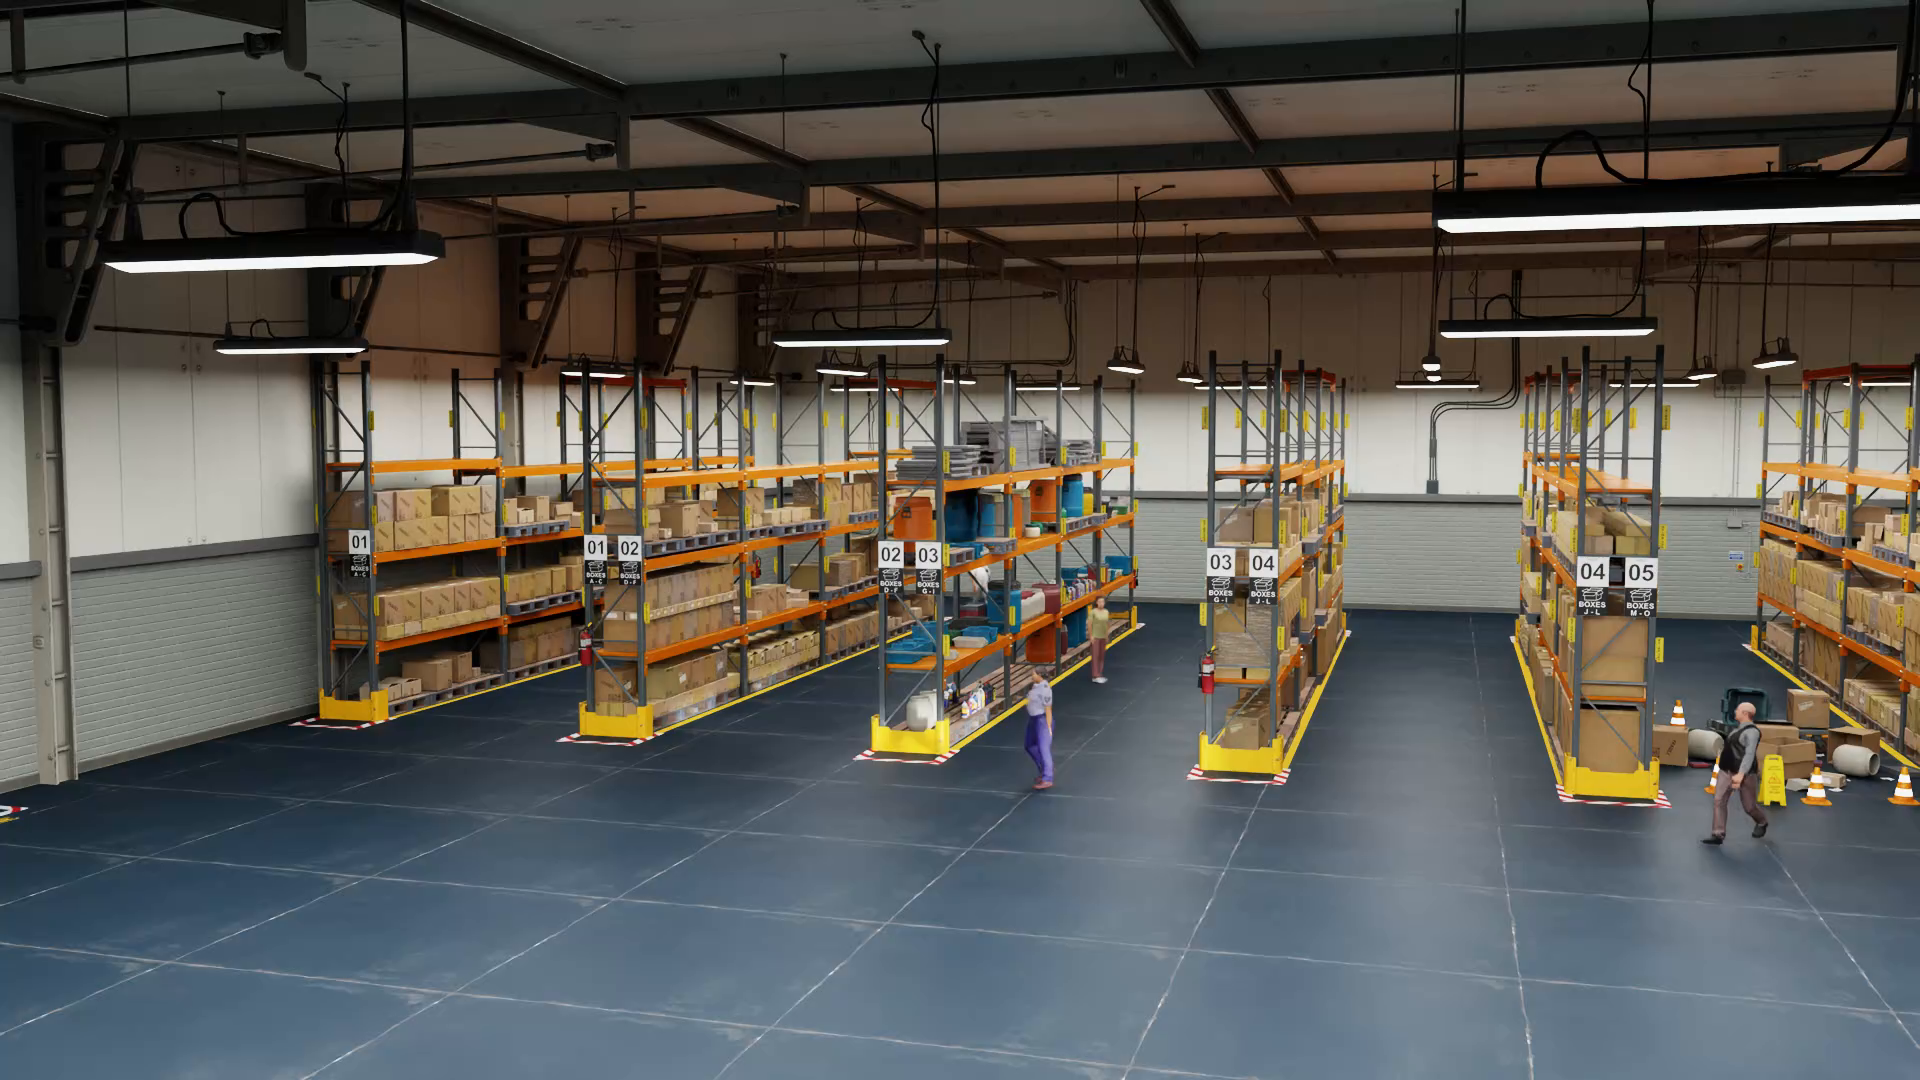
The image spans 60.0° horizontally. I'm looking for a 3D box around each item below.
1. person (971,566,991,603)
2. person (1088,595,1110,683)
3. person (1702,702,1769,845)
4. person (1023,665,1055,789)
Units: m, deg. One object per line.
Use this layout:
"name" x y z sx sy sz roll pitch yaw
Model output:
"person" 0.560 1.200 41.705 0.550 1.587 1.051 -1 4 -12
"person" 2.678 1.887 31.837 0.470 1.681 0.444 -2 5 -28
"person" 9.221 2.753 19.645 0.966 1.690 0.492 -3 5 -36
"person" 1.118 2.561 22.805 0.411 1.636 0.585 -1 4 -16
